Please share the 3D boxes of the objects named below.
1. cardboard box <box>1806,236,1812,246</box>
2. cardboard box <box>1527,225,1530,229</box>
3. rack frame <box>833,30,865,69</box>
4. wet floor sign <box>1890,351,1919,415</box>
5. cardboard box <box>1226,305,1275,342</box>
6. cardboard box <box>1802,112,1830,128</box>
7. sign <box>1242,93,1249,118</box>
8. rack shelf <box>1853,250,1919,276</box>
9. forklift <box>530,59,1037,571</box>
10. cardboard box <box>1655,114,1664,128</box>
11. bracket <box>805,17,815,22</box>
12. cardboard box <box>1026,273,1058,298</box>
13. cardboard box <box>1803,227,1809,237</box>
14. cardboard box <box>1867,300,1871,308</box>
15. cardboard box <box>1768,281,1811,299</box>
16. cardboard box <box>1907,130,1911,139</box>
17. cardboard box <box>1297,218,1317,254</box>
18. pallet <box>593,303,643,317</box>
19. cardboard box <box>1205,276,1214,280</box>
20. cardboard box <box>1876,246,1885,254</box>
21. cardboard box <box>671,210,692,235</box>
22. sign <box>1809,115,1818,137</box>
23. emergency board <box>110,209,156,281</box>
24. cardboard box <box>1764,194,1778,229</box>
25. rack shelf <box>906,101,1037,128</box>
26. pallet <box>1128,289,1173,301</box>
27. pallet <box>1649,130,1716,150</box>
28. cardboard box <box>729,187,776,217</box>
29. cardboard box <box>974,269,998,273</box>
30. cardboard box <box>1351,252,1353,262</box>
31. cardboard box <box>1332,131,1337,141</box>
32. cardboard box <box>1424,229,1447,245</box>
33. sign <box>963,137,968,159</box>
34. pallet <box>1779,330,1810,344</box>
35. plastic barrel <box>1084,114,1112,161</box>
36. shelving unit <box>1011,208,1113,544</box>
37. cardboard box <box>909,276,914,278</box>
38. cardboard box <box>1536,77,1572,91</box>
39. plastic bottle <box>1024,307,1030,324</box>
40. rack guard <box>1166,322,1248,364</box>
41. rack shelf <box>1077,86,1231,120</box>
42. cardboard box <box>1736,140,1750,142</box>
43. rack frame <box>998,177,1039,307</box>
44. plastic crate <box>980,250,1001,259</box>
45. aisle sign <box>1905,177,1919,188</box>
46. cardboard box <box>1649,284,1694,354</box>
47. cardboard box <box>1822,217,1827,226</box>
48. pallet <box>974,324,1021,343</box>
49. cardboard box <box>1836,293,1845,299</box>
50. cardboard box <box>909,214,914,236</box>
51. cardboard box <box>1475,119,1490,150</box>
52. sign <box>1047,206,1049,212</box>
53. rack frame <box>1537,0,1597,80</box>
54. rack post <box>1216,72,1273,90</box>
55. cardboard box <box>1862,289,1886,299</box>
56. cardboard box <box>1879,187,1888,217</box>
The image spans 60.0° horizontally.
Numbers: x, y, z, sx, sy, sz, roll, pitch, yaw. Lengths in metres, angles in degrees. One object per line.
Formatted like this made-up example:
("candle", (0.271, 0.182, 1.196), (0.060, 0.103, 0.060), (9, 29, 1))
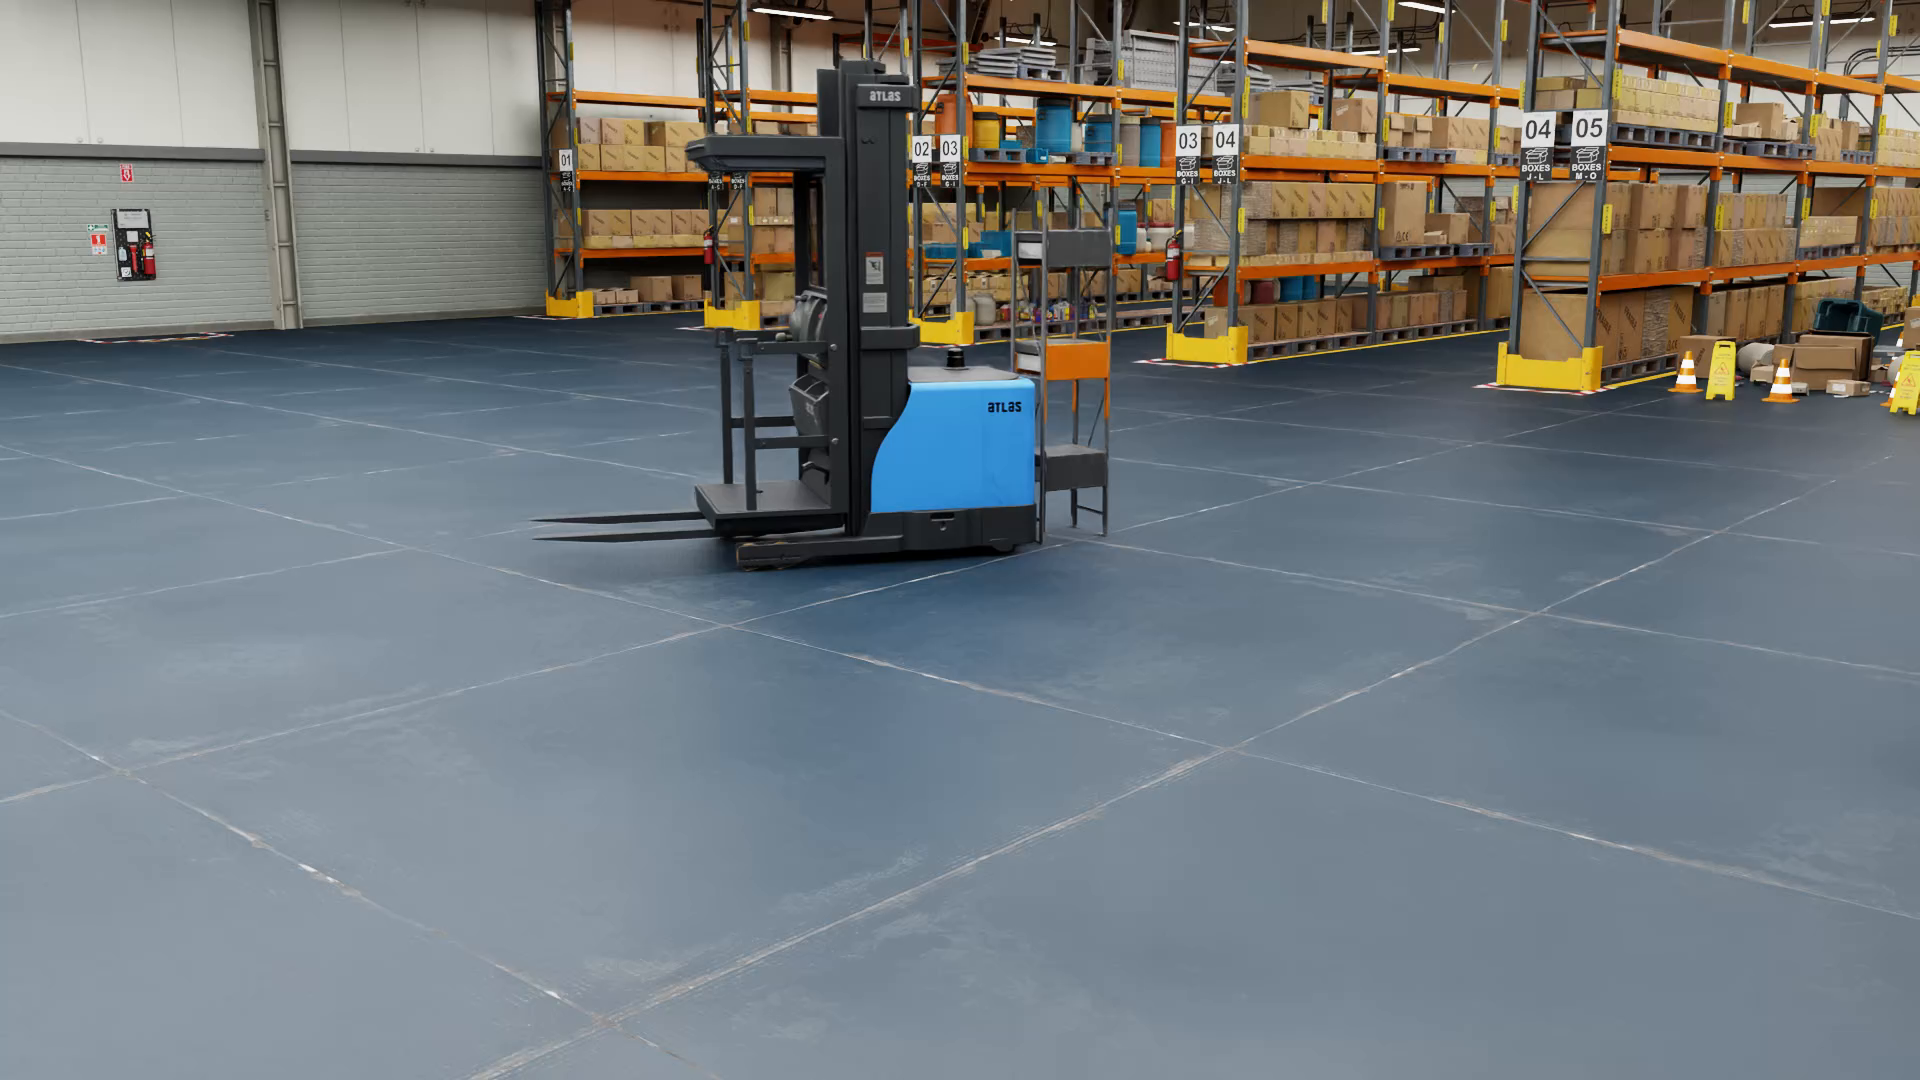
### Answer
("cardboard box", (13.138, -4.694, 26.122), (0.380, 0.149, 0.250), (11, 16, 43))
("cardboard box", (9.876, -5.385, 29.761), (0.500, 0.500, 0.500), (9, 15, 39))
("rack frame", (-2.486, -10.011, 37.859), (1.000, 3.000, 0.127), (10, 15, 40))
("wet floor sign", (9.911, -1.646, 17.303), (0.232, 0.644, 0.267), (-6, 13, -28))
("cardboard box", (4.190, -3.133, 24.050), (0.500, 0.500, 0.500), (-7, 13, -33))
("cardboard box", (13.289, -6.530, 25.877), (0.396, 0.266, 0.258), (10, 15, 40))
("sign", (3.804, -5.800, 22.204), (0.100, 0.325, 0.005), (10, 15, 40))
("rack shelf", (16.297, -5.022, 30.033), (1.077, 0.370, 4.000), (10, 15, 40))
("forklift", (-1.102, -1.369, 10.081), (3.031, 2.935, 1.130), (-3, 12, -15))
("cardboard box", (8.355, -5.112, 20.304), (0.380, 0.149, 0.250), (10, 15, 40))
("bracket", (-3.453, -11.712, 37.185), (0.235, 0.232, 0.430), (10, 15, 40))
("cardboard box", (1.753, -5.449, 35.595), (0.500, 0.500, 0.500), (11, 15, 43))
("cardboard box", (12.983, -4.806, 25.924), (0.380, 0.149, 0.250), (11, 16, 43))
("cardboard box", (15.870, -4.175, 29.402), (0.380, 0.149, 0.250), (9, 14, 37))
("cardboard box", (12.973, -3.910, 26.024), (0.500, 0.250, 0.500), (9, 14, 38))
("cardboard box", (16.749, -7.236, 29.710), (0.380, 0.149, 0.250), (10, 15, 42))
("cardboard box", (4.721, -4.472, 24.430), (0.875, 0.500, 0.500), (10, 15, 40))
("pallet", (-7.153, -4.651, 33.459), (1.003, 0.211, 1.213), (10, 15, 40))
("cardboard box", (6.345, -6.485, 40.778), (0.500, 0.500, 0.500), (10, 15, 40))
("cardboard box", (16.060, -5.118, 29.319), (0.380, 0.149, 0.250), (10, 15, 41))
("cardboard box", (-5.871, -6.528, 34.156), (0.500, 0.500, 0.500), (9, 15, 39))
("sign", (12.747, -6.182, 24.825), (0.100, 0.325, 0.005), (10, 15, 40))
("emergency board", (-13.575, -4.866, 27.414), (0.194, 1.169, 0.643), (10, 15, 40))
("cardboard box", (11.699, -4.892, 24.737), (0.700, 0.500, 0.500), (9, 15, 40))
("rack shelf", (-0.082, -8.528, 33.292), (1.077, 0.370, 4.000), (10, 15, 40))
("pallet", (4.332, -5.751, 38.968), (1.003, 0.211, 1.213), (10, 15, 40))
("pallet", (9.148, -5.212, 21.715), (1.003, 0.211, 1.213), (10, 15, 40))
("cardboard box", (-3.690, -6.012, 29.588), (0.700, 0.500, 0.500), (10, 15, 41))
("cardboard box", (0.726, -6.735, 42.082), (0.700, 0.500, 0.500), (10, 15, 41))
("cardboard box", (5.733, -4.302, 25.234), (0.380, 0.149, 0.250), (10, 15, 40))
("cardboard box", (5.305, -5.919, 24.396), (0.380, 0.149, 0.250), (11, 15, 42))
("cardboard box", (7.779, -5.008, 27.397), (0.396, 0.266, 0.258), (9, 15, 39))
("sign", (0.086, -6.015, 25.487), (0.100, 0.325, 0.005), (10, 15, 40))
("pallet", (12.853, -3.239, 26.390), (1.003, 0.211, 1.213), (10, 15, 40))
("plastic barrel", (2.489, -7.020, 29.260), (0.600, 0.901, 0.708), (10, 15, 40))
("shelving unit", (0.643, -1.061, 10.663), (0.503, 2.100, 0.431), (-6, 13, -29))
("cardboard box", (-1.012, -5.147, 33.341), (0.500, 0.311, 0.500), (10, 15, 42))
("cardboard box", (7.022, -5.402, 19.719), (0.380, 0.149, 0.250), (10, 15, 41))
("plastic bottle", (1.106, -3.716, 27.499), (0.097, 0.271, 0.097), (0, 11, 0))
("rack guard", (3.446, -2.756, 23.236), (1.175, 0.500, 0.348), (10, 15, 40))
("rack shelf", (3.636, -7.887, 30.083), (1.077, 0.370, 4.000), (10, 15, 40))
("cardboard box", (11.362, -5.993, 24.453), (0.500, 0.250, 0.500), (10, 15, 42))
("rack frame", (1.238, -6.429, 35.243), (1.000, 3.000, 0.127), (10, 15, 40))
("plastic crate", (0.508, -4.572, 26.618), (0.298, 0.136, 0.250), (10, 15, 40))
("aisle sign", (17.890, -6.916, 31.041), (0.394, 0.787, 0.004), (10, 15, 40))
("cardboard box", (9.228, -2.984, 22.345), (0.875, 0.875, 0.875), (10, 15, 41))
("cardboard box", (13.653, -5.103, 26.652), (0.380, 0.149, 0.250), (10, 15, 42))
("pallet", (0.231, -3.380, 27.096), (1.003, 0.211, 1.213), (10, 15, 40))
("cardboard box", (14.338, -3.844, 27.607), (0.500, 0.500, 0.500), (9, 15, 39))
("cardboard box", (-1.292, -7.461, 39.343), (0.500, 0.500, 0.500), (10, 15, 40))
("cardboard box", (8.550, -6.811, 27.962), (0.500, 0.500, 0.500), (10, 15, 42))
("sign", (2.382, -8.782, 44.611), (0.100, 0.325, 0.005), (10, 15, 40))
("rack frame", (11.317, -8.678, 31.187), (1.000, 3.000, 0.127), (10, 15, 40))
("rack post", (5.404, -8.805, 32.014), (0.954, 0.300, 0.937), (10, 15, 40))
("cardboard box", (16.410, -4.431, 29.923), (0.380, 0.149, 0.250), (10, 15, 41))
("cardboard box", (15.788, -5.879, 28.919), (0.500, 0.500, 0.500), (9, 15, 39))
